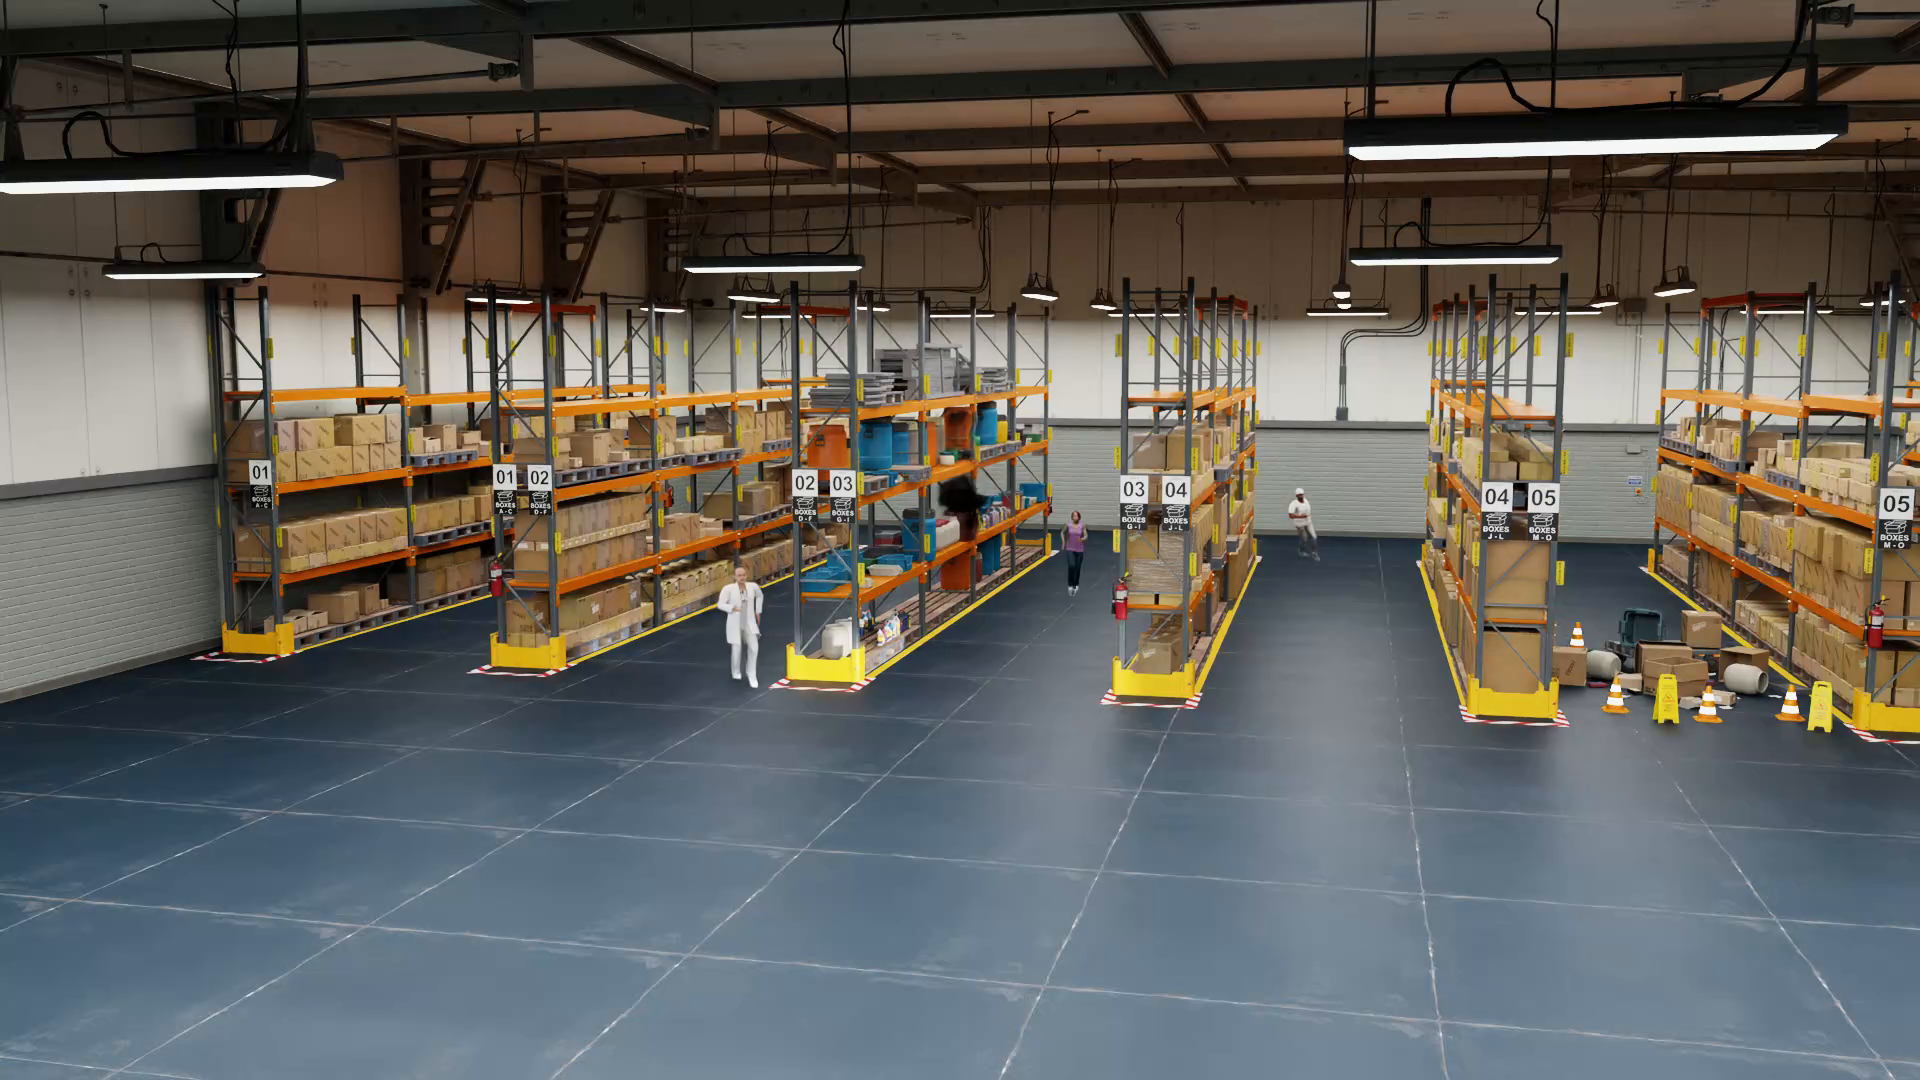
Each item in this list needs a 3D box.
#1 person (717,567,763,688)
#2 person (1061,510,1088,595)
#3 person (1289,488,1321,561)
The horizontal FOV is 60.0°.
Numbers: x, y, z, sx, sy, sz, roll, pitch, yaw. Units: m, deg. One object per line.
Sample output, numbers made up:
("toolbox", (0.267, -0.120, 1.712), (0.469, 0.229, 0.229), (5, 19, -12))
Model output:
("person", (-3.262, 1.299, 24.810), (0.724, 1.812, 0.893), (-2, 7, -17))
("person", (2.207, 0.246, 32.076), (0.505, 1.637, 0.651), (0, 7, -1))
("person", (8.104, -0.362, 39.440), (0.789, 1.762, 0.664), (-3, 7, -21))
